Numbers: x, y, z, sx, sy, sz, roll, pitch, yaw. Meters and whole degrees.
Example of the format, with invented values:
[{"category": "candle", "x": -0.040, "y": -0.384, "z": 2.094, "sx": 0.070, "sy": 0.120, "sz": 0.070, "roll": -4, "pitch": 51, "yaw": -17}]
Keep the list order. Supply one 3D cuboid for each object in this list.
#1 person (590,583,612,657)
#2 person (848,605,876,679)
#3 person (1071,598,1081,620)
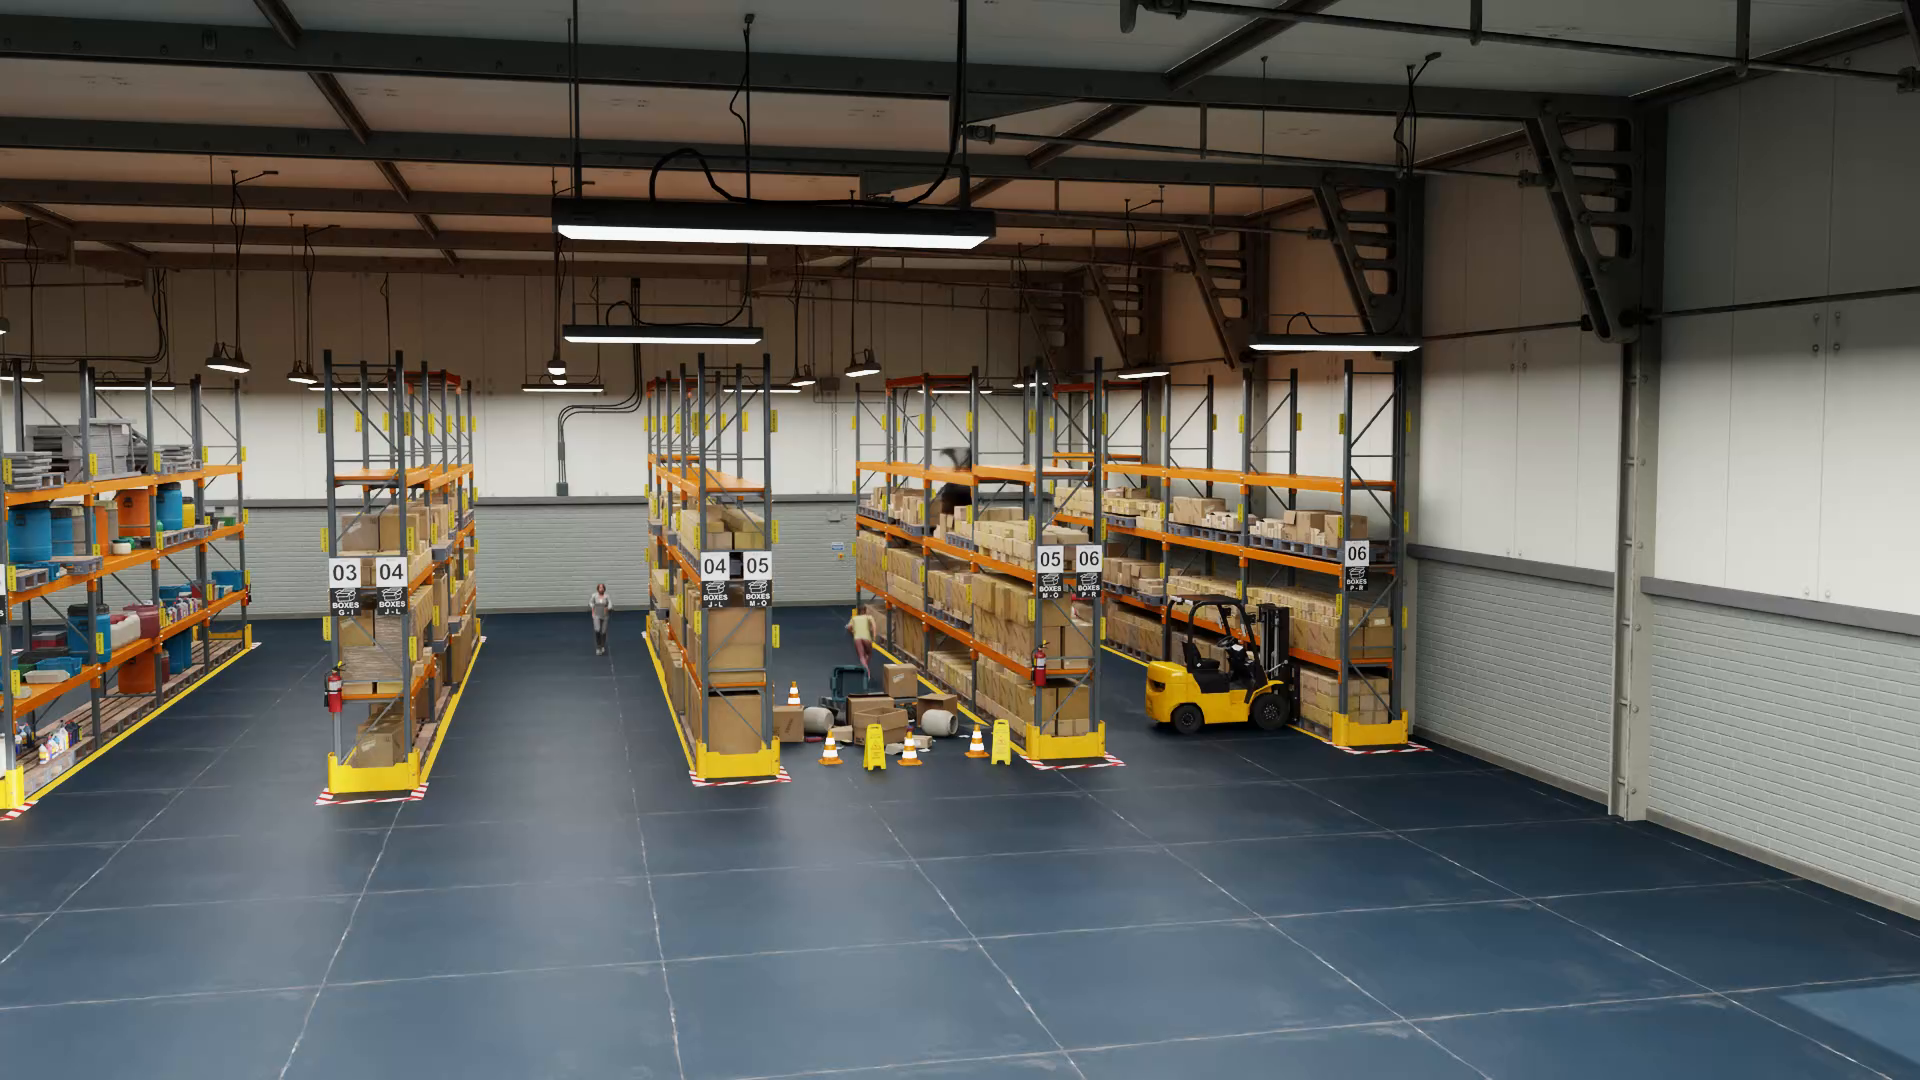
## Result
[{"category": "person", "x": -7.768, "y": 1.714, "z": 35.992, "sx": 0.455, "sy": 1.606, "sz": 0.788, "roll": -1, "pitch": 4, "yaw": -16}, {"category": "person", "x": -1.910, "y": 2.035, "z": 32.321, "sx": 0.564, "sy": 1.473, "sz": 1.084, "roll": 0, "pitch": 4, "yaw": -2}, {"category": "person", "x": 2.021, "y": 1.863, "z": 31.640, "sx": 0.657, "sy": 1.715, "sz": 0.822, "roll": -1, "pitch": 4, "yaw": -17}]
